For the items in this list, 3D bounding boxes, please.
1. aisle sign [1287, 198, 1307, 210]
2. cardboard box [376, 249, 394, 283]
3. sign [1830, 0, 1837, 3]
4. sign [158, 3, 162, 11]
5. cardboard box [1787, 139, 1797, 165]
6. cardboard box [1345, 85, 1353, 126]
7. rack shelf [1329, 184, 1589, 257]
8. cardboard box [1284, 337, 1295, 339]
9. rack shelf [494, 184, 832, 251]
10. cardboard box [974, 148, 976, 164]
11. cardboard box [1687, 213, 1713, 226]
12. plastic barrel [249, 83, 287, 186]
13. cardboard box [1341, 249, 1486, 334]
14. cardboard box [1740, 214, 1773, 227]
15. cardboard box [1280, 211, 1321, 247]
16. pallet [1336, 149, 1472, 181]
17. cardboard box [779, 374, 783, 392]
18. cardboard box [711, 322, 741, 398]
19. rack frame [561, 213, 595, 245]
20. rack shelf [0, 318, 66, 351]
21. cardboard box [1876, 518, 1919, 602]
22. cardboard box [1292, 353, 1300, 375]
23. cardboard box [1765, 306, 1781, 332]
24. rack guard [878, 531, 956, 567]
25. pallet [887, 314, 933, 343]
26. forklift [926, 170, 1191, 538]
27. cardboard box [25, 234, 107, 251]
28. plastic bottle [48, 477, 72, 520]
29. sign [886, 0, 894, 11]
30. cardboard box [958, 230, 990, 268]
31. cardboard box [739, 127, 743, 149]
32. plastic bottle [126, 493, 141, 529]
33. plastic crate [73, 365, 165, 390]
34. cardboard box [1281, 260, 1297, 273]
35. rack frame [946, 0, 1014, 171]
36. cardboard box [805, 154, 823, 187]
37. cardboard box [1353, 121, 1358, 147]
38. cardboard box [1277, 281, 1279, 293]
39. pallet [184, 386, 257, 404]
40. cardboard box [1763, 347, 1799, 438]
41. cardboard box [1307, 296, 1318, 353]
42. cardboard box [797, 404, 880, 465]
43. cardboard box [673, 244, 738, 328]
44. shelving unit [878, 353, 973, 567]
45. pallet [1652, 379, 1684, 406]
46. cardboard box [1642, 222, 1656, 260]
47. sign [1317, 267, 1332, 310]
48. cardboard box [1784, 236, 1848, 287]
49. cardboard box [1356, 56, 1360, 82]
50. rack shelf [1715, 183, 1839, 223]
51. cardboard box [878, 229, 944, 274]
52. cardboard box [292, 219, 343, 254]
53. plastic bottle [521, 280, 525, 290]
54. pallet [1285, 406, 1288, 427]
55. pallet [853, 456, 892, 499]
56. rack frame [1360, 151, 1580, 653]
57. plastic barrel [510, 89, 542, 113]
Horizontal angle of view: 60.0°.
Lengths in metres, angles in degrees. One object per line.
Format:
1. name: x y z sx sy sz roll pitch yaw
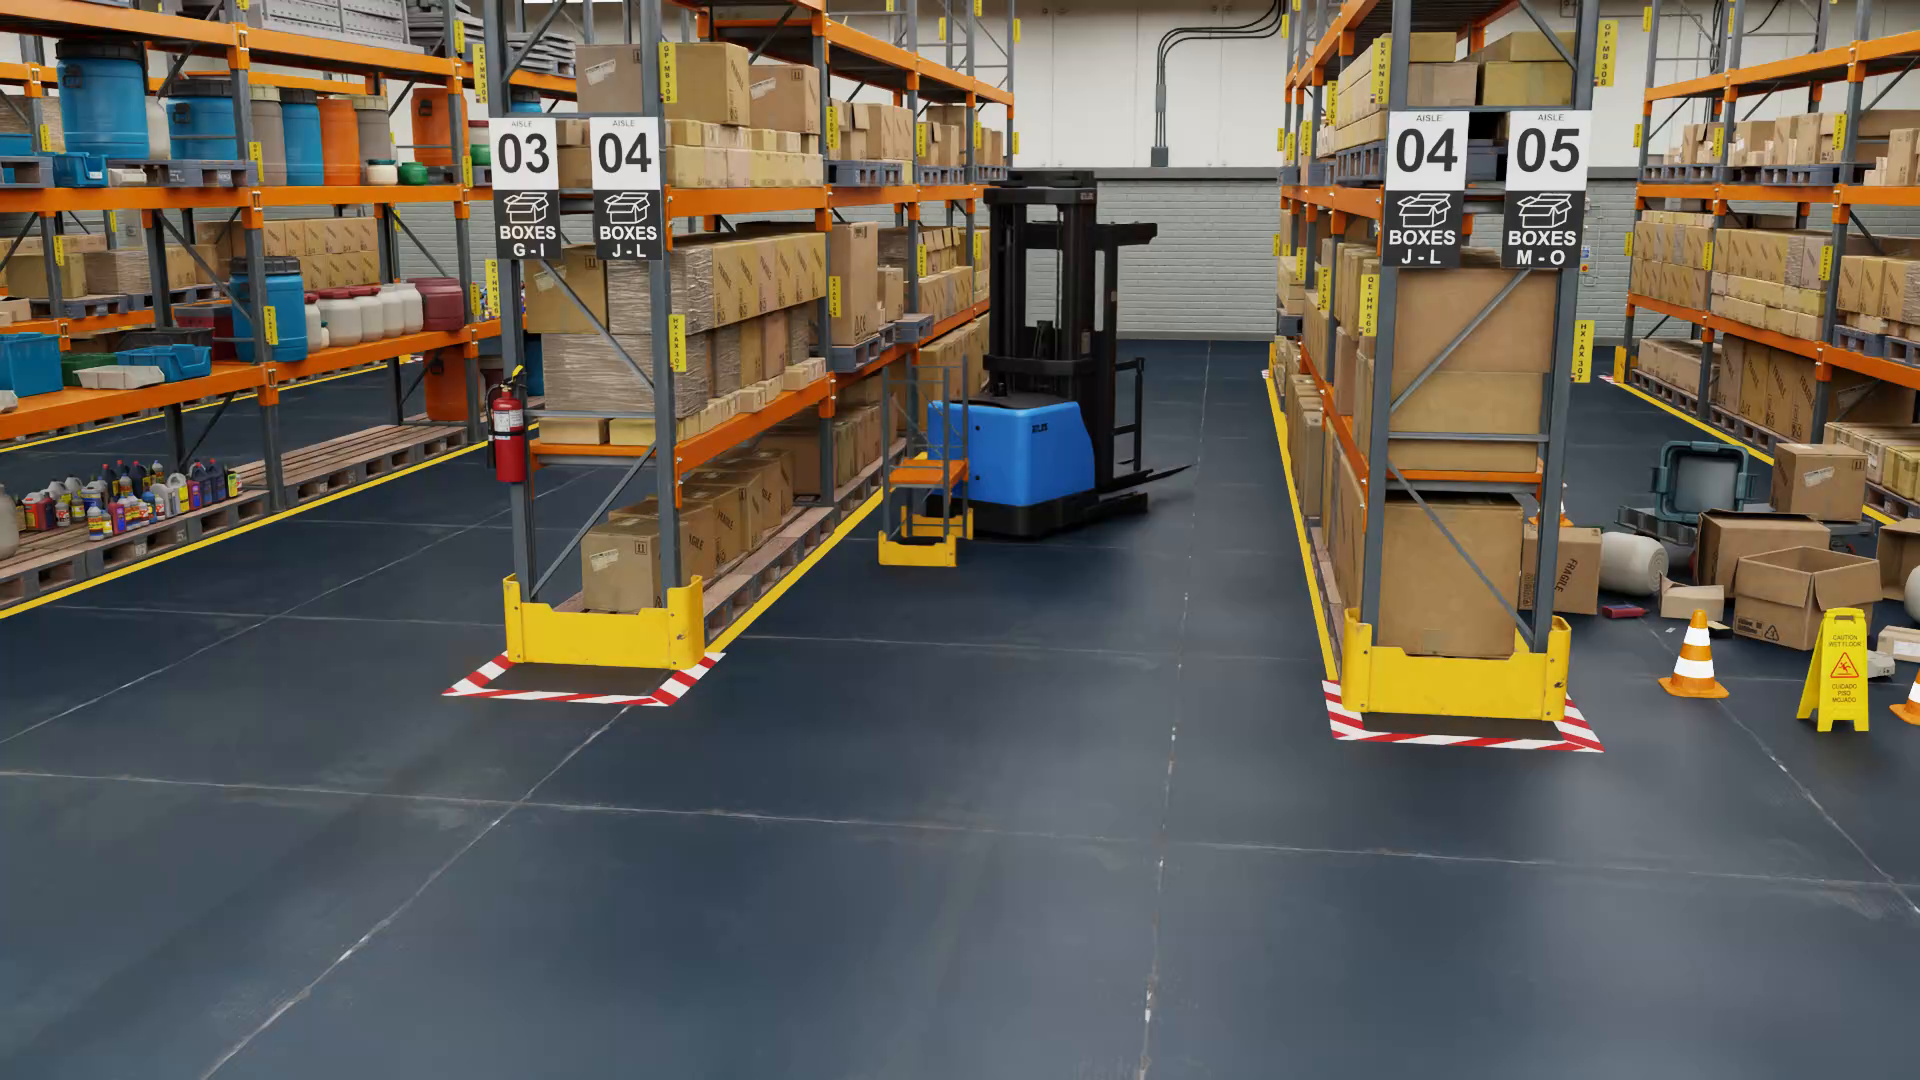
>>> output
1. aisle sign: 4.893 -5.174 24.213 0.394 0.787 0.004 2 12 9
2. cardboard box: -9.295 -4.329 26.223 0.500 0.500 0.500 2 12 10
3. sign: 10.007 -6.320 19.052 0.100 0.325 0.005 2 12 9
4. sign: -10.644 -6.999 22.204 0.100 0.325 0.005 2 12 9
5. cardboard box: 8.720 -3.978 17.034 0.396 0.266 0.258 2 12 7
6. cardboard box: 2.827 -2.870 10.988 0.500 0.250 0.500 2 12 8
7. rack shelf: 3.025 -2.079 10.608 1.077 0.370 4.000 2 12 9
8. cardboard box: 4.838 -2.822 23.825 0.380 0.149 0.250 2 12 10
9. rack shelf: -1.861 -2.261 11.451 1.077 0.370 4.000 2 12 9
10. cardboard box: -0.174 -5.274 22.253 0.700 0.500 0.500 3 12 12
11. cardboard box: 9.422 -4.045 20.994 0.380 0.149 0.250 2 12 8
12. plastic barrel: -6.483 -3.683 15.155 0.600 0.901 0.600 0 12 0
13. cardboard box: 3.053 -1.680 11.249 0.875 0.550 0.550 2 12 9
14. cardboard box: 9.796 -3.927 20.446 0.380 0.149 0.250 2 12 8
15. cardboard box: 4.673 -4.264 22.842 0.500 0.500 0.500 2 12 7
16. pallet: 3.196 -2.634 11.684 1.003 0.211 1.213 2 12 9
17. cardboard box: -1.538 -1.180 12.445 0.380 0.149 0.250 2 12 9
18. cardboard box: -1.979 -1.248 11.222 0.875 0.500 0.500 2 12 9
19. rack frame: -5.217 -3.388 22.095 1.000 3.000 0.127 2 12 9
20. rack shelf: -11.033 -1.949 17.124 1.077 0.370 4.000 2 12 9
21. cardboard box: 6.730 0.158 11.566 0.500 0.500 0.500 -10 16 -40
22. cardboard box: 3.954 -1.925 18.462 0.500 0.250 0.500 2 12 10
23. cardboard box: 8.832 -2.325 17.520 0.500 0.250 0.500 2 12 8
24. rack guard: -0.324 0.068 12.584 0.587 0.250 0.087 2 12 8
25. pallet: -0.942 -2.149 16.803 1.213 0.211 1.003 2 12 9
26. forklift: 1.002 -1.708 14.462 1.130 2.935 3.031 9 15 36
27. cardboard box: -14.459 -4.582 26.923 0.980 0.700 0.700 2 12 11
28. plastic bottle: -7.104 -0.322 13.111 0.144 0.351 0.185 2 12 11
29. sign: -0.867 -6.718 20.711 0.100 0.325 0.005 2 12 9
30. cardboard box: 0.162 -3.969 22.658 0.500 0.500 0.500 1 12 7
31. cardboard box: -1.671 -2.691 11.148 0.380 0.149 0.250 2 12 8
32. plastic bottle: -6.407 -0.231 12.877 0.097 0.271 0.097 0 12 0
33. plastic crate: -6.446 -1.248 12.789 0.530 0.136 0.437 2 12 9
34. cardboard box: 3.889 -3.135 19.110 0.380 0.149 0.250 2 12 8
35. rack frame: 0.293 -6.993 24.582 1.000 3.000 0.127 2 12 9
36. cardboard box: -1.365 -2.852 12.843 0.500 0.250 0.500 2 12 11
37. cardboard box: 2.669 -2.543 10.417 0.380 0.149 0.250 2 12 9
38. cardboard box: 4.048 -3.061 20.178 0.380 0.149 0.250 1 12 6
39. pallet: -10.198 -2.016 22.346 1.003 0.211 1.213 2 12 9
40. cardboard box: 9.184 -1.567 17.692 0.875 0.875 0.875 2 12 9
41. cardboard box: 3.458 -1.967 15.261 0.500 0.500 0.500 2 12 9
42. cardboard box: -1.174 -1.014 15.967 0.700 0.500 0.500 3 13 13
43. cardboard box: -1.730 -1.622 10.584 0.500 0.500 0.500 2 12 9
44. shelving unit: -0.255 -0.647 12.934 0.587 1.500 1.083 2 12 8
45. pallet: 9.849 -1.954 22.059 1.003 0.211 1.213 2 12 9
46. cardboard box: 9.657 -4.078 22.687 0.500 0.500 0.500 2 12 7
47. sign: 2.795 -1.923 12.738 0.100 0.325 0.005 2 12 9
48. cardboard box: 8.746 -2.835 16.917 0.500 0.500 0.500 2 12 10
49. cardboard box: 2.668 -2.934 10.337 0.380 0.149 0.250 2 12 9
50. rack shelf: 9.162 -3.605 17.688 1.077 0.370 4.000 2 12 9
51. cardboard box: -0.610 -3.361 19.352 0.797 0.503 0.637 2 12 10
52. cardboard box: -9.523 -4.498 24.634 0.500 0.500 0.500 2 12 10
53. plastic bottle: -5.715 -3.241 21.689 0.061 0.283 0.133 2 12 9
54. pallet: 4.445 -1.521 20.049 1.003 0.211 1.213 2 12 9
55. pallet: -1.249 -0.616 15.851 1.003 0.211 1.213 2 12 9
56. rack frame: 2.717 -0.548 8.916 1.000 3.000 0.127 2 12 9
57. plastic barrel: -5.328 -4.945 20.011 0.600 0.901 0.708 2 12 9
